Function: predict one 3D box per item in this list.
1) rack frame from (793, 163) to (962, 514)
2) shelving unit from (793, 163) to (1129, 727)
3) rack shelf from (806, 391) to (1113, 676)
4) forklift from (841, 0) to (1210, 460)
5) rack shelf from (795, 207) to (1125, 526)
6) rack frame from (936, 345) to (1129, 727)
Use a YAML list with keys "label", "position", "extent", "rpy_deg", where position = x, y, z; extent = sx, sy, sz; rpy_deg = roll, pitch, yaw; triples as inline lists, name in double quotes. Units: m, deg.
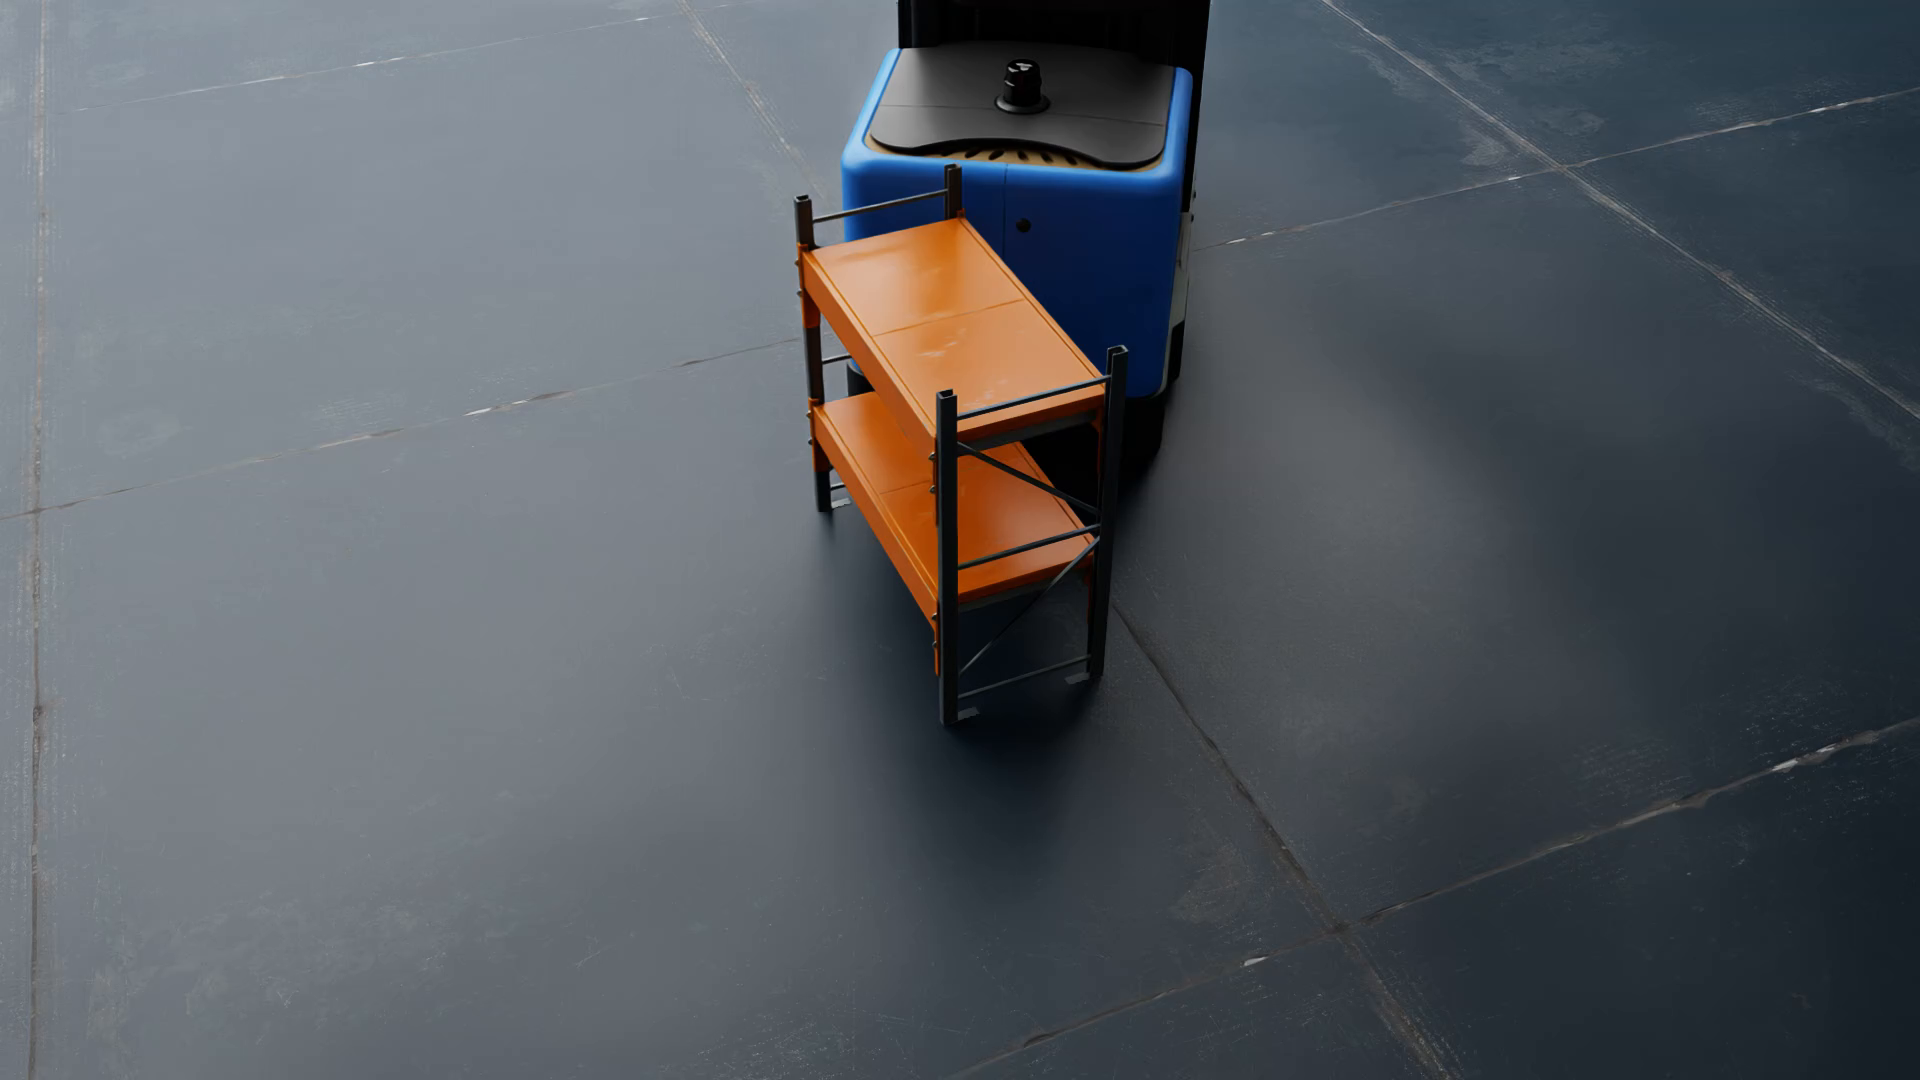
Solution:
- label: "rack frame"
  position: [-0.230, -0.586, 5.069]
  extent: [0.500, 1.125, 0.032]
  rpy_deg: [-16, 43, -18]
- label: "shelving unit"
  position: [-0.026, -0.283, 4.716]
  extent: [0.538, 1.125, 1.048]
  rpy_deg: [-16, 43, -18]
- label: "rack shelf"
  position: [-0.026, -0.097, 4.875]
  extent: [0.538, 0.278, 1.000]
  rpy_deg: [-16, 43, -18]
- label: "forklift"
  position: [0.363, -2.337, 5.719]
  extent: [1.130, 2.935, 3.031]
  rpy_deg: [6, 41, 7]
- label: "rack shelf"
  position: [-0.026, -0.505, 4.525]
  extent: [0.538, 0.278, 1.000]
  rpy_deg: [-16, 43, -18]
- label: "rack frame"
  position: [0.178, 0.021, 4.363]
  extent: [0.500, 1.125, 0.032]
  rpy_deg: [-16, 43, -18]
